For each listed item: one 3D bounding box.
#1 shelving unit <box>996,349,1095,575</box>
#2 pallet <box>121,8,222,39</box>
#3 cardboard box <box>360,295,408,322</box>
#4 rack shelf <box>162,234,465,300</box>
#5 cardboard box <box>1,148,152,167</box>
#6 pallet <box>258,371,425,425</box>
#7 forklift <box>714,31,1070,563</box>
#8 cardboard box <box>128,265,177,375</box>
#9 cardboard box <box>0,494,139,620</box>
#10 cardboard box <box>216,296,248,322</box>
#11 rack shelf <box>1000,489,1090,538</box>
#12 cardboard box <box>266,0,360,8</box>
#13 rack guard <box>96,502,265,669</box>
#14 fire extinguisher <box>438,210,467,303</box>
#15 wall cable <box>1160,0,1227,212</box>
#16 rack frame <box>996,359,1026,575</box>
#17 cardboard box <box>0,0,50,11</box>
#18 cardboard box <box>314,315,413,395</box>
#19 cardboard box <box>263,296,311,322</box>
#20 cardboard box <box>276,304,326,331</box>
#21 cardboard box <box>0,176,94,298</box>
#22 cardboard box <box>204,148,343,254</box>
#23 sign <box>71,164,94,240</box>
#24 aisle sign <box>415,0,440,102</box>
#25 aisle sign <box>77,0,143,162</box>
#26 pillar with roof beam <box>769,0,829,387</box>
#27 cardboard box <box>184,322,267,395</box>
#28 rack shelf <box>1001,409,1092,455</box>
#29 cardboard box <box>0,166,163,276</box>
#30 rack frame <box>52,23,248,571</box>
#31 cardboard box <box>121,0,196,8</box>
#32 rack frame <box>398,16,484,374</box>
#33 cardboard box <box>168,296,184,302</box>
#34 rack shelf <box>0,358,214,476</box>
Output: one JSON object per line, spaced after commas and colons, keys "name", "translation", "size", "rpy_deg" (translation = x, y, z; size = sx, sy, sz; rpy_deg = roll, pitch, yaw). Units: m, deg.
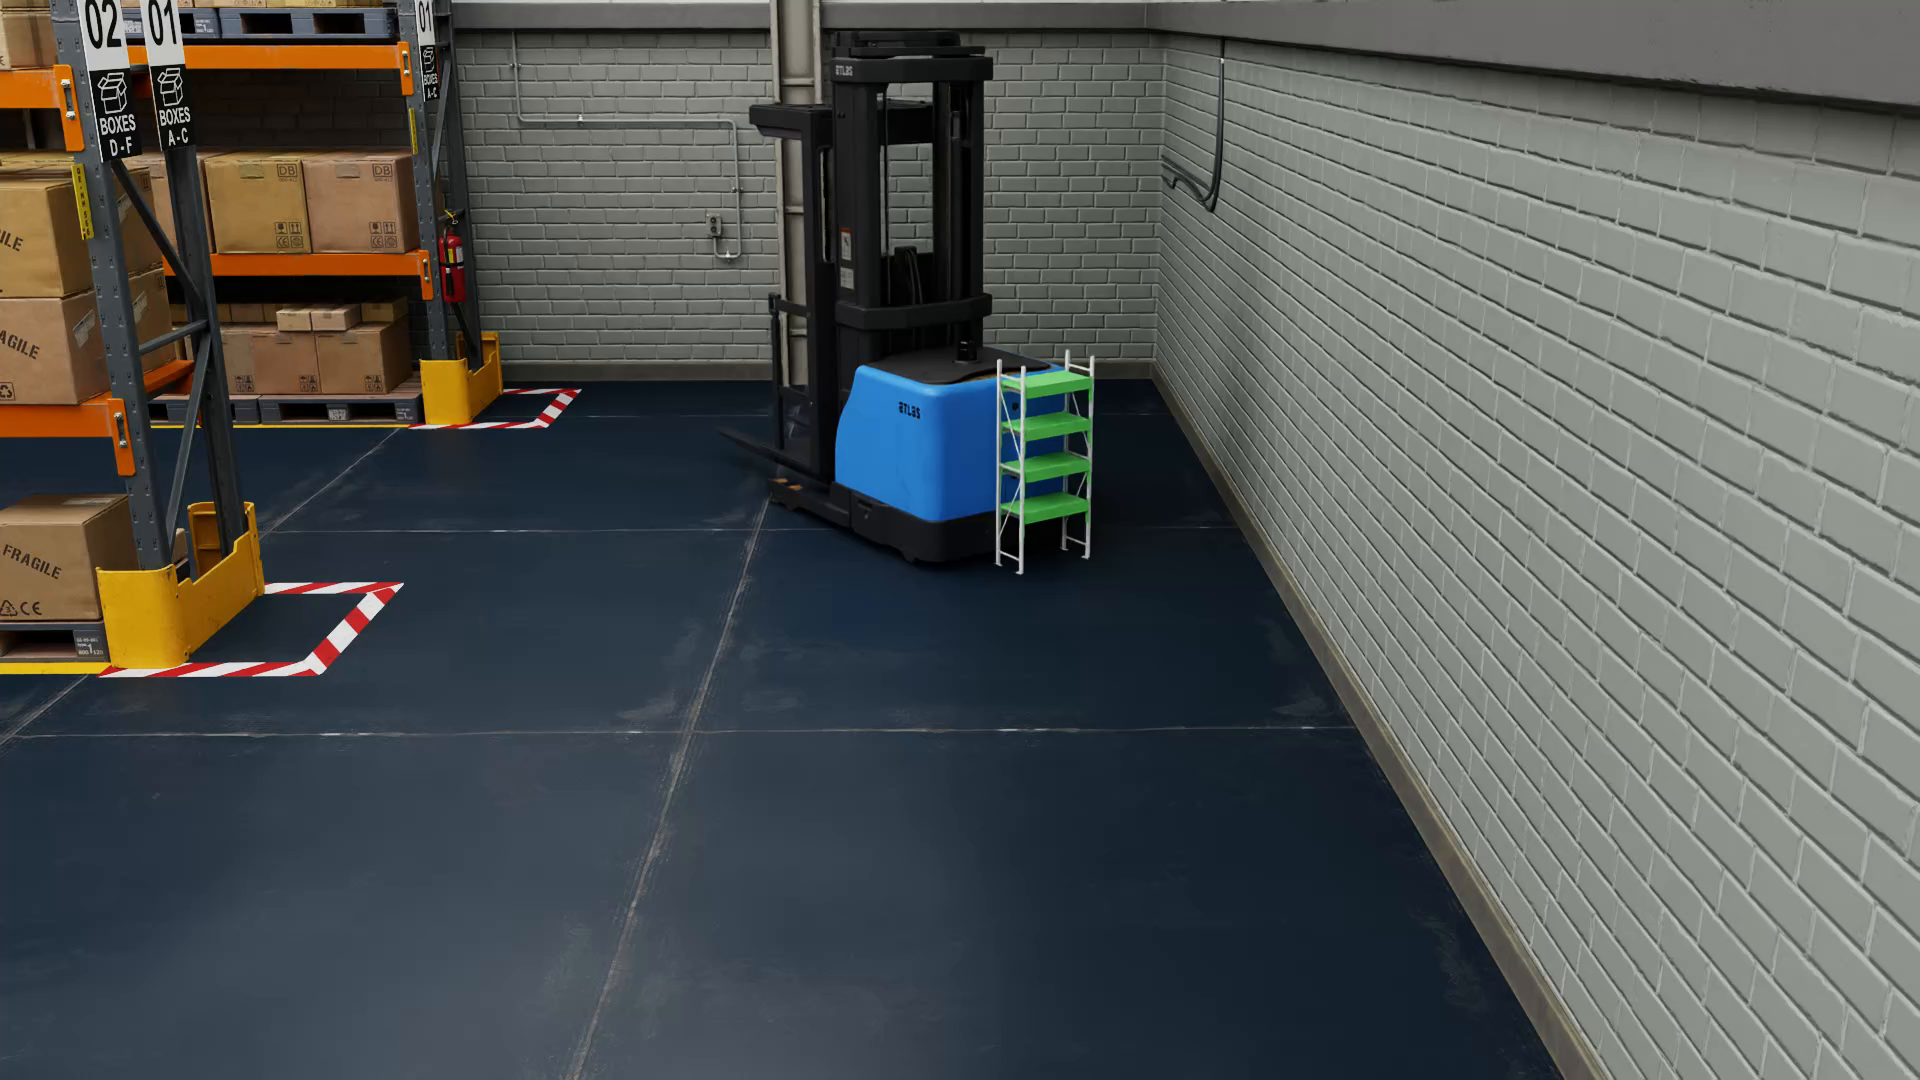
{"name": "shelving unit", "translation": [0.481, -0.446, 9.472], "size": [0.503, 1.200, 0.258], "rpy_deg": [-12, 22, -34]}
{"name": "pallet", "translation": [-5.959, -3.866, 12.422], "size": [1.213, 0.211, 1.003], "rpy_deg": [0, 18, -1]}
{"name": "cardboard box", "translation": [-4.571, -1.839, 13.214], "size": [0.250, 0.149, 0.380], "rpy_deg": [0, 18, 0]}
{"name": "rack shelf", "translation": [-5.994, -2.141, 12.989], "size": [4.000, 0.370, 1.077], "rpy_deg": [0, 18, -1]}
{"name": "cardboard box", "translation": [-6.721, -2.616, 12.801], "size": [0.700, 0.700, 0.980], "rpy_deg": [-1, 18, -2]}
{"name": "pallet", "translation": [-4.793, -1.138, 13.248], "size": [1.213, 0.211, 1.003], "rpy_deg": [0, 18, -1]}
{"name": "forklift", "translation": [-0.600, -1.657, 10.415], "size": [1.130, 2.935, 3.031], "rpy_deg": [-12, 21, -33]}
{"name": "cardboard box", "translation": [-4.360, -1.106, 8.422], "size": [0.500, 0.500, 0.500], "rpy_deg": [0, 18, 0]}
{"name": "cardboard box", "translation": [-4.452, 0.078, 8.264], "size": [0.500, 0.500, 0.500], "rpy_deg": [0, 18, -1]}
{"name": "cardboard box", "translation": [-5.838, -1.833, 13.193], "size": [0.250, 0.149, 0.380], "rpy_deg": [0, 18, 0]}
{"name": "rack shelf", "translation": [0.481, -0.156, 9.565], "size": [0.480, 0.148, 0.258], "rpy_deg": [-12, 22, -34]}
{"name": "cardboard box", "translation": [-4.722, -4.013, 12.130], "size": [0.500, 0.250, 0.500], "rpy_deg": [0, 18, 1]}
{"name": "rack guard", "translation": [-3.988, 0.210, 8.573], "size": [0.348, 0.500, 1.175], "rpy_deg": [0, 18, -1]}
{"name": "fire extinguisher", "translation": [-3.836, -2.139, 12.540], "size": [0.183, 0.674, 0.296], "rpy_deg": [0, 18, -1]}
{"name": "wall cable", "translation": [1.667, -3.789, 12.211], "size": [0.112, 2.526, 3.097], "rpy_deg": [0, 18, -1]}
{"name": "rack frame", "translation": [0.283, -0.402, 9.337], "size": [0.015, 1.200, 0.240], "rpy_deg": [-12, 22, -34]}
{"name": "cardboard box", "translation": [-4.422, -2.495, 7.430], "size": [0.500, 0.250, 0.500], "rpy_deg": [0, 18, -1]}
{"name": "cardboard box", "translation": [-4.693, -1.469, 13.121], "size": [0.500, 0.500, 0.700], "rpy_deg": [0, 18, -1]}
{"name": "cardboard box", "translation": [-5.328, -1.836, 13.202], "size": [0.250, 0.149, 0.380], "rpy_deg": [0, 18, 0]}
{"name": "cardboard box", "translation": [-5.074, -1.720, 12.842], "size": [0.250, 0.149, 0.380], "rpy_deg": [0, 18, 1]}
{"name": "cardboard box", "translation": [-4.353, -1.418, 7.756], "size": [0.500, 0.500, 0.500], "rpy_deg": [0, 18, -1]}
{"name": "cardboard box", "translation": [-5.231, -2.624, 12.824], "size": [0.700, 0.700, 0.980], "rpy_deg": [0, 18, -1]}
{"name": "sign", "translation": [-3.924, -1.512, 7.439], "size": [0.005, 0.325, 0.100], "rpy_deg": [0, 18, -1]}
{"name": "aisle sign", "translation": [-3.918, -3.640, 12.227], "size": [0.004, 0.787, 0.394], "rpy_deg": [0, 18, -1]}
{"name": "aisle sign", "translation": [-3.839, -2.125, 7.505], "size": [0.004, 0.787, 0.394], "rpy_deg": [0, 18, -1]}
{"name": "pillar with roof beam", "translation": [-1.240, -4.312, 8.758], "size": [0.400, 9.000, 9.100], "rpy_deg": [0, 18, -1]}
{"name": "cardboard box", "translation": [-5.696, -1.464, 13.105], "size": [0.500, 0.500, 0.700], "rpy_deg": [-1, 18, -3]}
{"name": "rack shelf", "translation": [0.481, -0.613, 9.419], "size": [0.480, 0.148, 0.258], "rpy_deg": [-12, 22, -34]}
{"name": "cardboard box", "translation": [-4.360, -1.582, 8.269], "size": [0.500, 0.500, 0.500], "rpy_deg": [0, 18, 1]}
{"name": "rack frame", "translation": [-3.912, -0.980, 8.192], "size": [0.127, 3.000, 1.000], "rpy_deg": [0, 18, -1]}
{"name": "cardboard box", "translation": [-5.763, -4.006, 12.109], "size": [0.500, 0.250, 0.500], "rpy_deg": [-1, 18, -3]}
{"name": "rack frame", "translation": [-3.994, -2.493, 12.909], "size": [0.127, 3.000, 1.000], "rpy_deg": [0, 18, -1]}
{"name": "cardboard box", "translation": [-6.350, -1.830, 13.185], "size": [0.250, 0.149, 0.380], "rpy_deg": [0, 18, 0]}
{"name": "rack shelf", "translation": [-5.912, -0.628, 8.272], "size": [4.000, 0.370, 1.077], "rpy_deg": [0, 18, -1]}
